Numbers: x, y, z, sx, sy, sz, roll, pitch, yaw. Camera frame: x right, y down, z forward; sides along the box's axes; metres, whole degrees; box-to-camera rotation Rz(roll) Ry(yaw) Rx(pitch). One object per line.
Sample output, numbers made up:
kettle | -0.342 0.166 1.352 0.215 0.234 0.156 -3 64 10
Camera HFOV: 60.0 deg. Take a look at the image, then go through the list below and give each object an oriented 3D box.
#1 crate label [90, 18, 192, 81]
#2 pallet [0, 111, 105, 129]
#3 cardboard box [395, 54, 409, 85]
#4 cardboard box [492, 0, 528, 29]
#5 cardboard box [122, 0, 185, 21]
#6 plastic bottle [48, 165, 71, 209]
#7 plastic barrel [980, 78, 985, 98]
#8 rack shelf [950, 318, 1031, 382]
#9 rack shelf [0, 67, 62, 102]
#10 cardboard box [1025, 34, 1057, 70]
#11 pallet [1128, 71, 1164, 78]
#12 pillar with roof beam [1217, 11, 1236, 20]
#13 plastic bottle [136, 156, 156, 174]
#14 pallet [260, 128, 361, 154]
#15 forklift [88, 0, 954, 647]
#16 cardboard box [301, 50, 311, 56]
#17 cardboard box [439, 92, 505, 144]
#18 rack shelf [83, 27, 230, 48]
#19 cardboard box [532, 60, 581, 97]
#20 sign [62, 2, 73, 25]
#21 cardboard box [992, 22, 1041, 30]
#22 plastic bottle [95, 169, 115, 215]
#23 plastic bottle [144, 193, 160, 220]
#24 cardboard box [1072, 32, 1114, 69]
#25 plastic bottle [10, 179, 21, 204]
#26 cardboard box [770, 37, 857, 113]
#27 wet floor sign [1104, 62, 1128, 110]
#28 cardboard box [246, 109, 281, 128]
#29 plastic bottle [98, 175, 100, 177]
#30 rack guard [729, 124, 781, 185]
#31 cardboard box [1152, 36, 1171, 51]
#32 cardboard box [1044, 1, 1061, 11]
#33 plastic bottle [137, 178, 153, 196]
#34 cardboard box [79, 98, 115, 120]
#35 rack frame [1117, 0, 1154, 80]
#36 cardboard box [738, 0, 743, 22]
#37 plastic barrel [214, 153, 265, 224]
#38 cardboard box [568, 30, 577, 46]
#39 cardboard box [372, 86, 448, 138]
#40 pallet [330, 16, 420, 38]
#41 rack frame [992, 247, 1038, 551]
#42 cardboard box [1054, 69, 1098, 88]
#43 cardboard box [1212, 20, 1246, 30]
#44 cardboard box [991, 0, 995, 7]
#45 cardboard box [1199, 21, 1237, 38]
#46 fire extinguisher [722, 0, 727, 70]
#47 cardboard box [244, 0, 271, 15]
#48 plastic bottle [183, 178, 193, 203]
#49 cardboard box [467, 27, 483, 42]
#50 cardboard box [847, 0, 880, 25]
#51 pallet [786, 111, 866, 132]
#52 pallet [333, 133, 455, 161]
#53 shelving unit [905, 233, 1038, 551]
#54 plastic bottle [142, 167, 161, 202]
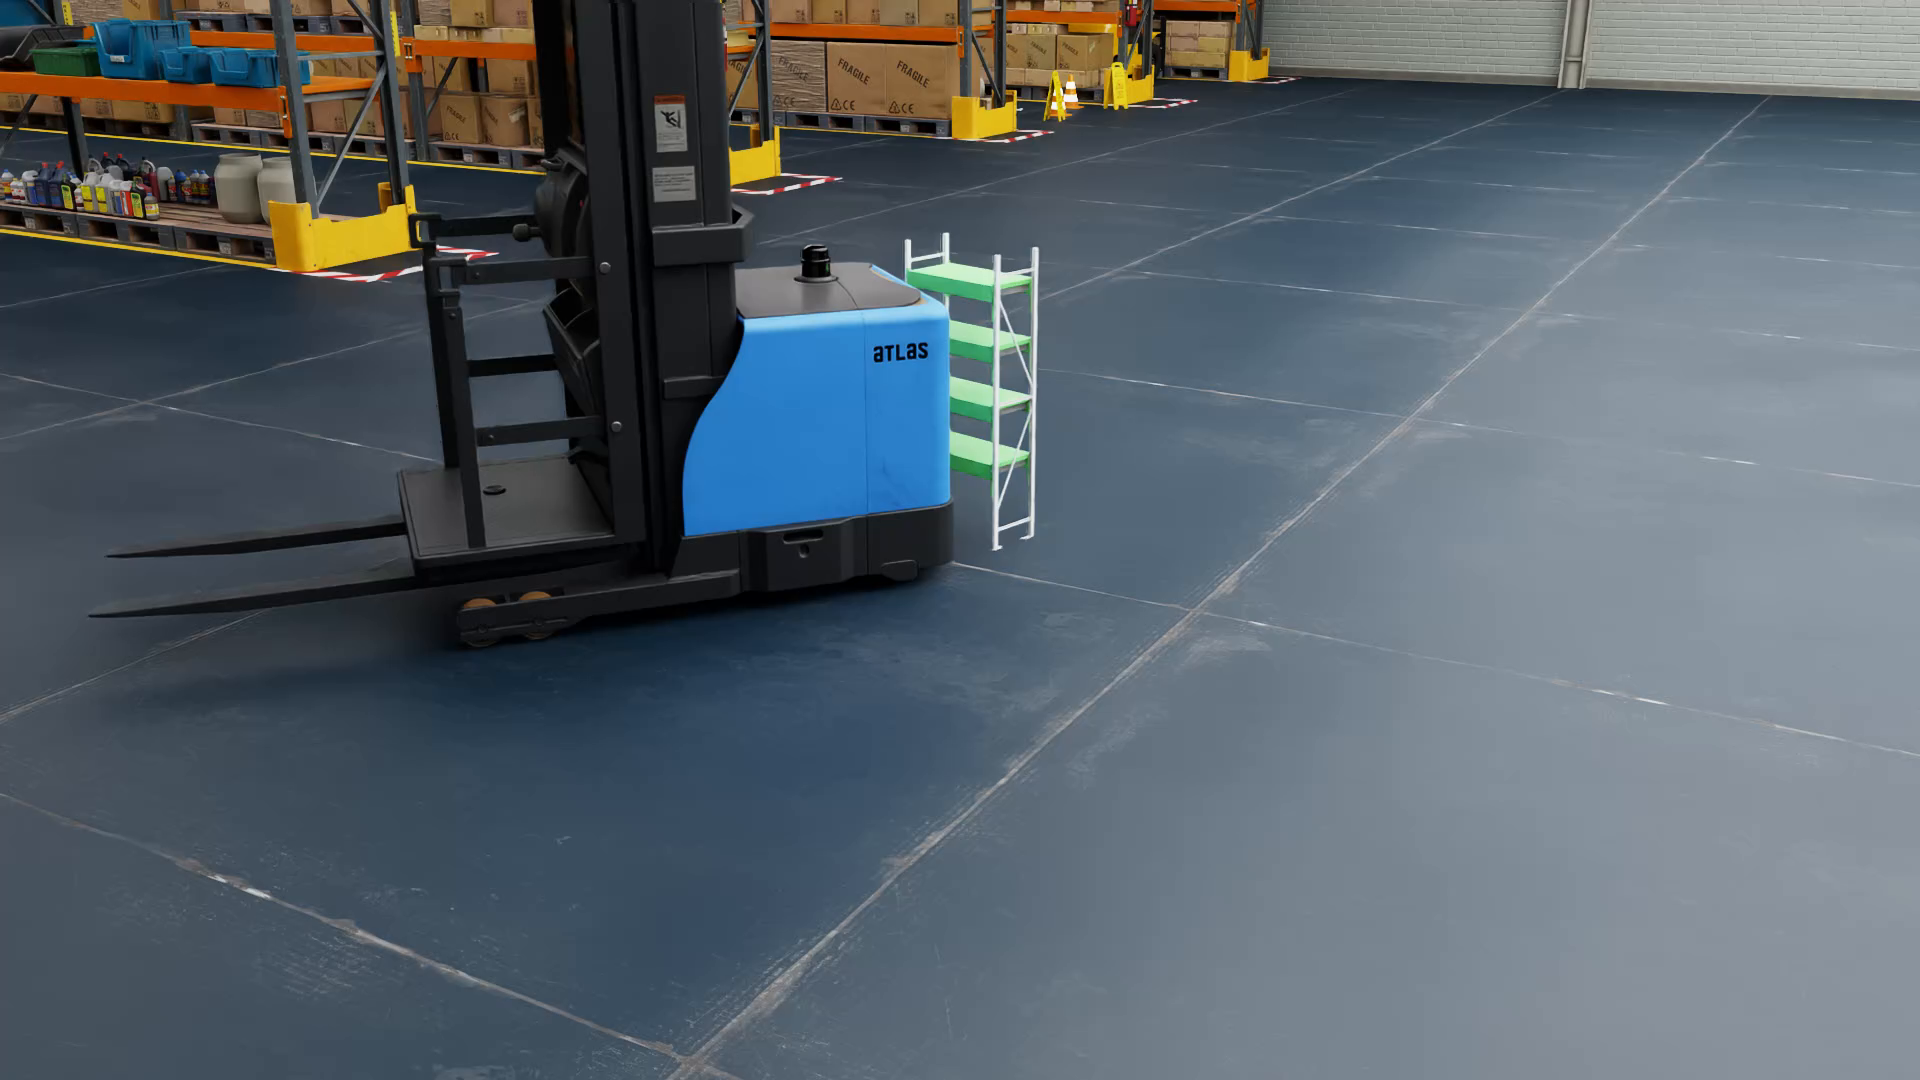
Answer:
crate label | -6.372 -3.839 12.998 0.616 0.435 0.502 11 23 27
pallet | -11.983 -5.650 22.132 1.213 0.211 1.003 11 23 27
cardboard box | -8.318 -7.086 25.051 0.500 0.500 0.500 10 22 25
cardboard box | -4.442 -5.683 17.551 0.500 0.500 0.875 11 23 27
cardboard box | -9.753 -6.457 20.120 0.500 0.500 0.500 12 23 29
plastic bottle | -7.458 -2.934 13.795 0.185 0.351 0.144 10 22 25
plastic barrel | 0.074 -6.703 24.723 0.512 0.421 0.421 -7 21 -20
rack shelf | 0.042 -0.772 6.718 0.480 0.148 0.258 18 27 41
rack shelf | -9.871 -4.256 15.255 4.000 0.370 1.077 11 23 27
cardboard box | 1.332 -7.420 25.239 0.500 0.500 0.500 12 23 29
pallet | 3.284 -8.507 30.007 1.213 0.211 1.003 11 23 27
pillar with roof beam | 2.765 -11.422 25.158 0.400 9.000 9.100 11 23 27
plastic bottle | -6.973 -3.117 14.298 0.185 0.351 0.144 11 22 27
pallet | -7.459 -4.757 19.670 1.213 0.211 1.003 11 23 27
forklift | -1.596 -1.206 5.892 3.031 2.935 1.130 -7 21 -19
cardboard box | -10.386 -7.783 26.613 0.250 0.149 0.380 12 23 29
cardboard box | -5.380 -4.680 18.419 0.500 0.500 0.500 10 22 26
rack shelf | -10.948 -6.396 21.154 4.000 0.370 1.077 11 23 27
cardboard box | -5.442 -6.729 23.700 0.750 0.750 1.050 11 23 28
sign | -7.847 -4.554 14.615 0.005 0.325 0.100 11 23 27
cardboard box | 1.080 -9.330 31.052 0.625 0.625 0.875 12 23 30
plastic bottle | -6.925 -2.833 13.515 0.185 0.351 0.144 12 23 30
plastic bottle | -6.450 -2.663 13.266 0.097 0.201 0.097 0 20 0
cardboard box | 2.025 -7.499 25.456 0.500 0.500 0.500 10 22 26
plastic bottle | -7.972 -2.953 14.065 0.097 0.201 0.097 0 20 0
cardboard box | -1.899 -6.121 21.840 0.875 0.875 0.875 11 23 28
wet floor sign | 2.259 -6.565 24.016 0.267 0.644 0.232 -16 26 -38
cardboard box | -8.117 -5.240 19.931 0.500 0.500 0.700 9 22 23
plastic bottle | -7.037 -2.877 13.746 0.135 0.276 0.152 11 23 27
rack guard | -2.284 -3.909 16.908 0.348 0.500 1.175 11 23 27
cardboard box | 3.562 -8.794 29.392 0.500 0.250 0.500 10 22 26
cardboard box | 1.456 -7.994 24.872 0.250 0.149 0.380 11 23 28
plastic bottle | -6.605 -2.783 13.478 0.133 0.283 0.061 11 23 27
cardboard box | -10.568 -5.872 21.153 0.875 0.875 1.225 11 23 27
rack frame | 2.615 -8.021 24.580 0.127 3.000 1.000 11 23 27
cardboard box | -2.875 -7.209 22.120 0.550 0.550 0.875 11 23 27
plastic barrel | -5.682 -2.795 13.203 0.421 0.512 0.421 0 20 0
cardboard box | -3.928 -5.157 17.052 0.250 0.149 0.380 11 23 27
cardboard box | -6.235 -4.877 18.931 0.500 0.500 0.700 9 22 23
pallet | -6.306 -5.817 18.783 1.213 0.211 1.003 11 23 27
rack frame | 0.217 -0.549 6.619 0.015 1.200 0.240 18 27 41
cardboard box | 1.758 -6.985 25.138 0.500 0.250 0.500 11 23 27
cardboard box | 4.706 -9.011 29.258 0.500 0.250 0.500 10 22 26
cardboard box | 0.588 -8.172 25.362 0.250 0.149 0.380 11 23 27
cardboard box | 4.479 -8.858 28.837 0.500 0.250 0.500 12 23 29
fire extinguisher | -2.342 -4.879 16.029 0.183 0.674 0.296 11 23 27
cardboard box | -7.851 -6.181 19.111 0.500 0.250 0.500 10 22 26
plastic bottle | -6.537 -2.973 14.119 0.097 0.201 0.097 0 20 0
cardboard box | -5.002 -5.376 17.654 0.250 0.149 0.380 11 23 27
cardboard box | -0.975 -6.865 21.172 0.550 0.550 0.875 11 23 27
pallet | -1.508 -5.533 21.809 1.213 0.211 1.003 11 23 27
pallet | -6.390 -4.555 19.112 1.213 0.211 1.003 11 23 27
shelving unit | 0.042 -0.607 6.778 0.503 1.200 0.258 18 27 41
plastic bottle | -6.884 -3.025 14.144 0.133 0.283 0.061 11 23 27
